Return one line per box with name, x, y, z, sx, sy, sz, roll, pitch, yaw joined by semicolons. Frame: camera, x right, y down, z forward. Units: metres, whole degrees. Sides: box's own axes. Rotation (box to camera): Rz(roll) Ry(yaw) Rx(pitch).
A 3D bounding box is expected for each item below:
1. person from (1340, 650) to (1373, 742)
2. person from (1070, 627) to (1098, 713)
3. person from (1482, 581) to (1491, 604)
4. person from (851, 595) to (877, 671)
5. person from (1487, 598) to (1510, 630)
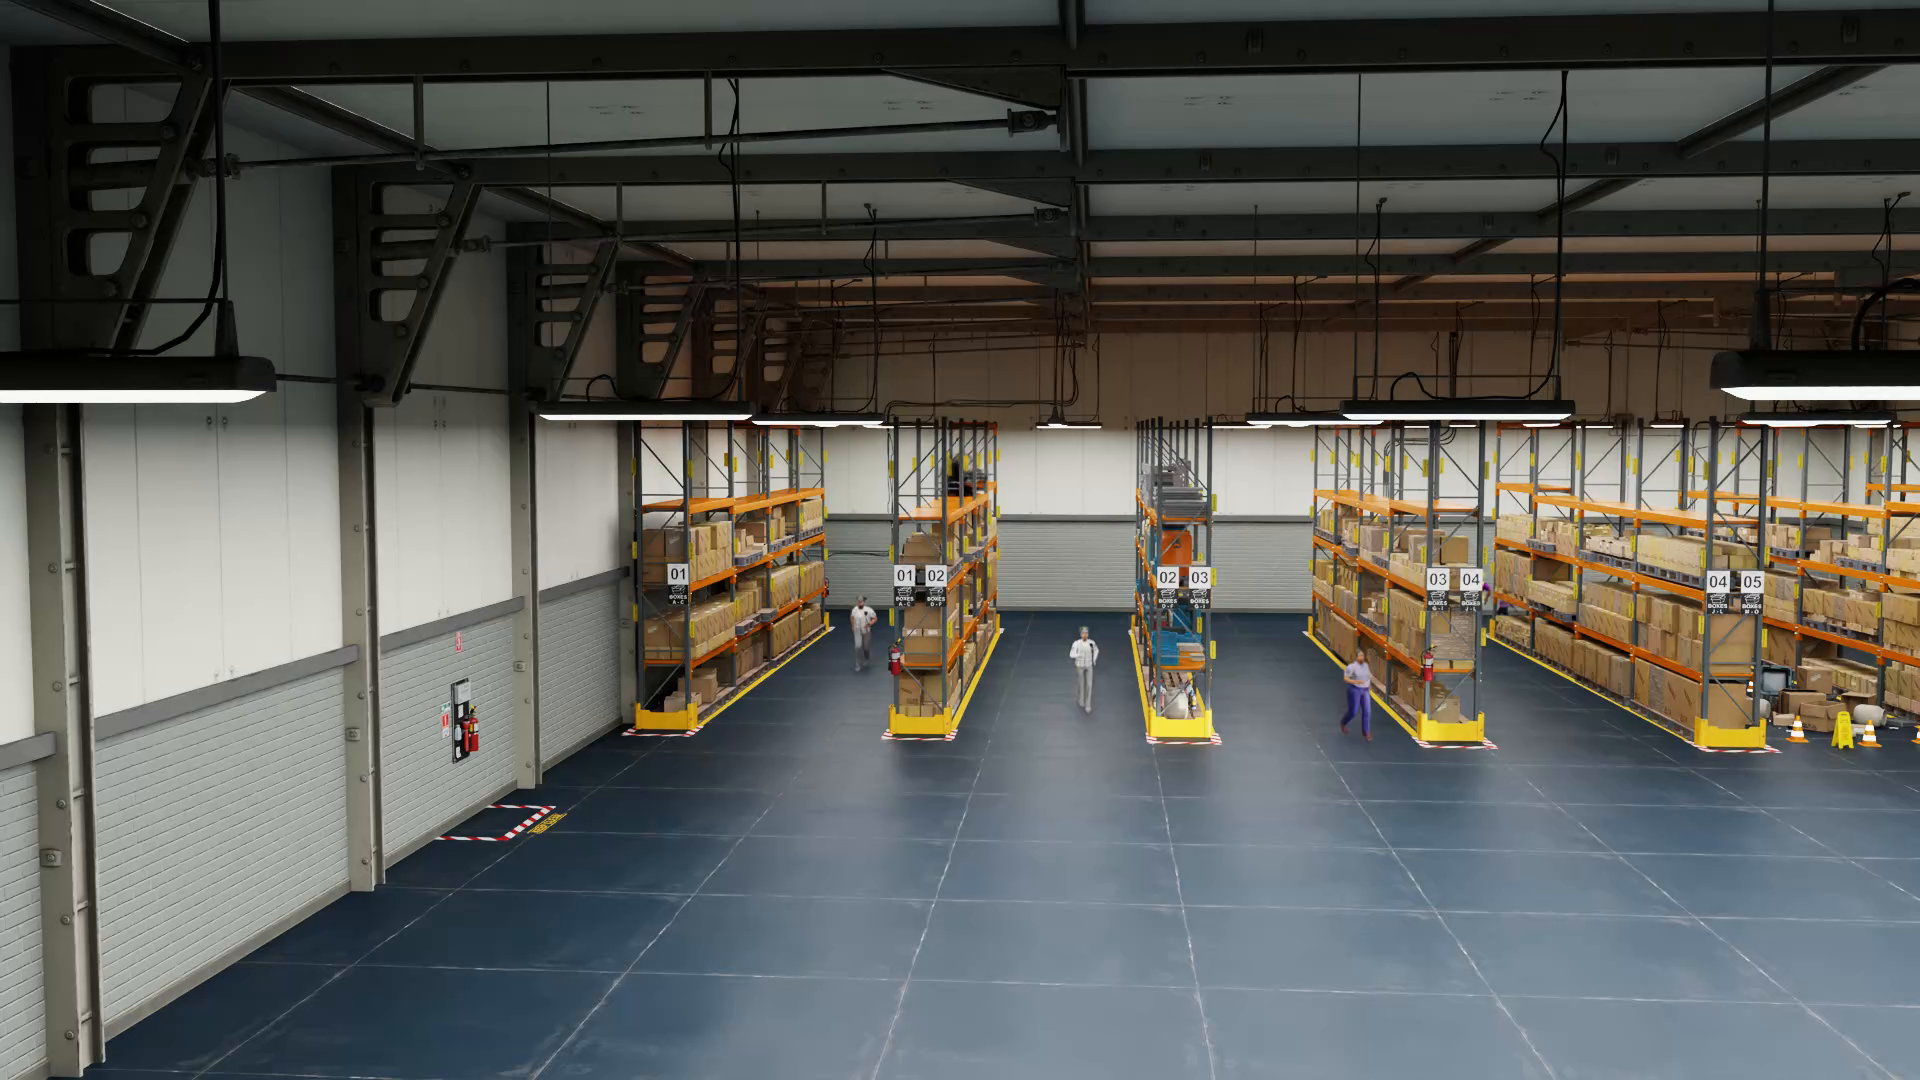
person;7.418;2.868;31.003;0.647;1.657;0.856;-1;4;-21
person;2.554;2.625;34.113;0.605;1.713;0.854;0;4;0
person;14.595;1.770;47.226;0.834;1.786;0.760;-3;5;-43
person;-2.318;2.238;40.029;0.675;1.845;0.775;1;4;9
person;15.502;1.865;47.597;0.944;1.513;0.574;3;5;35
